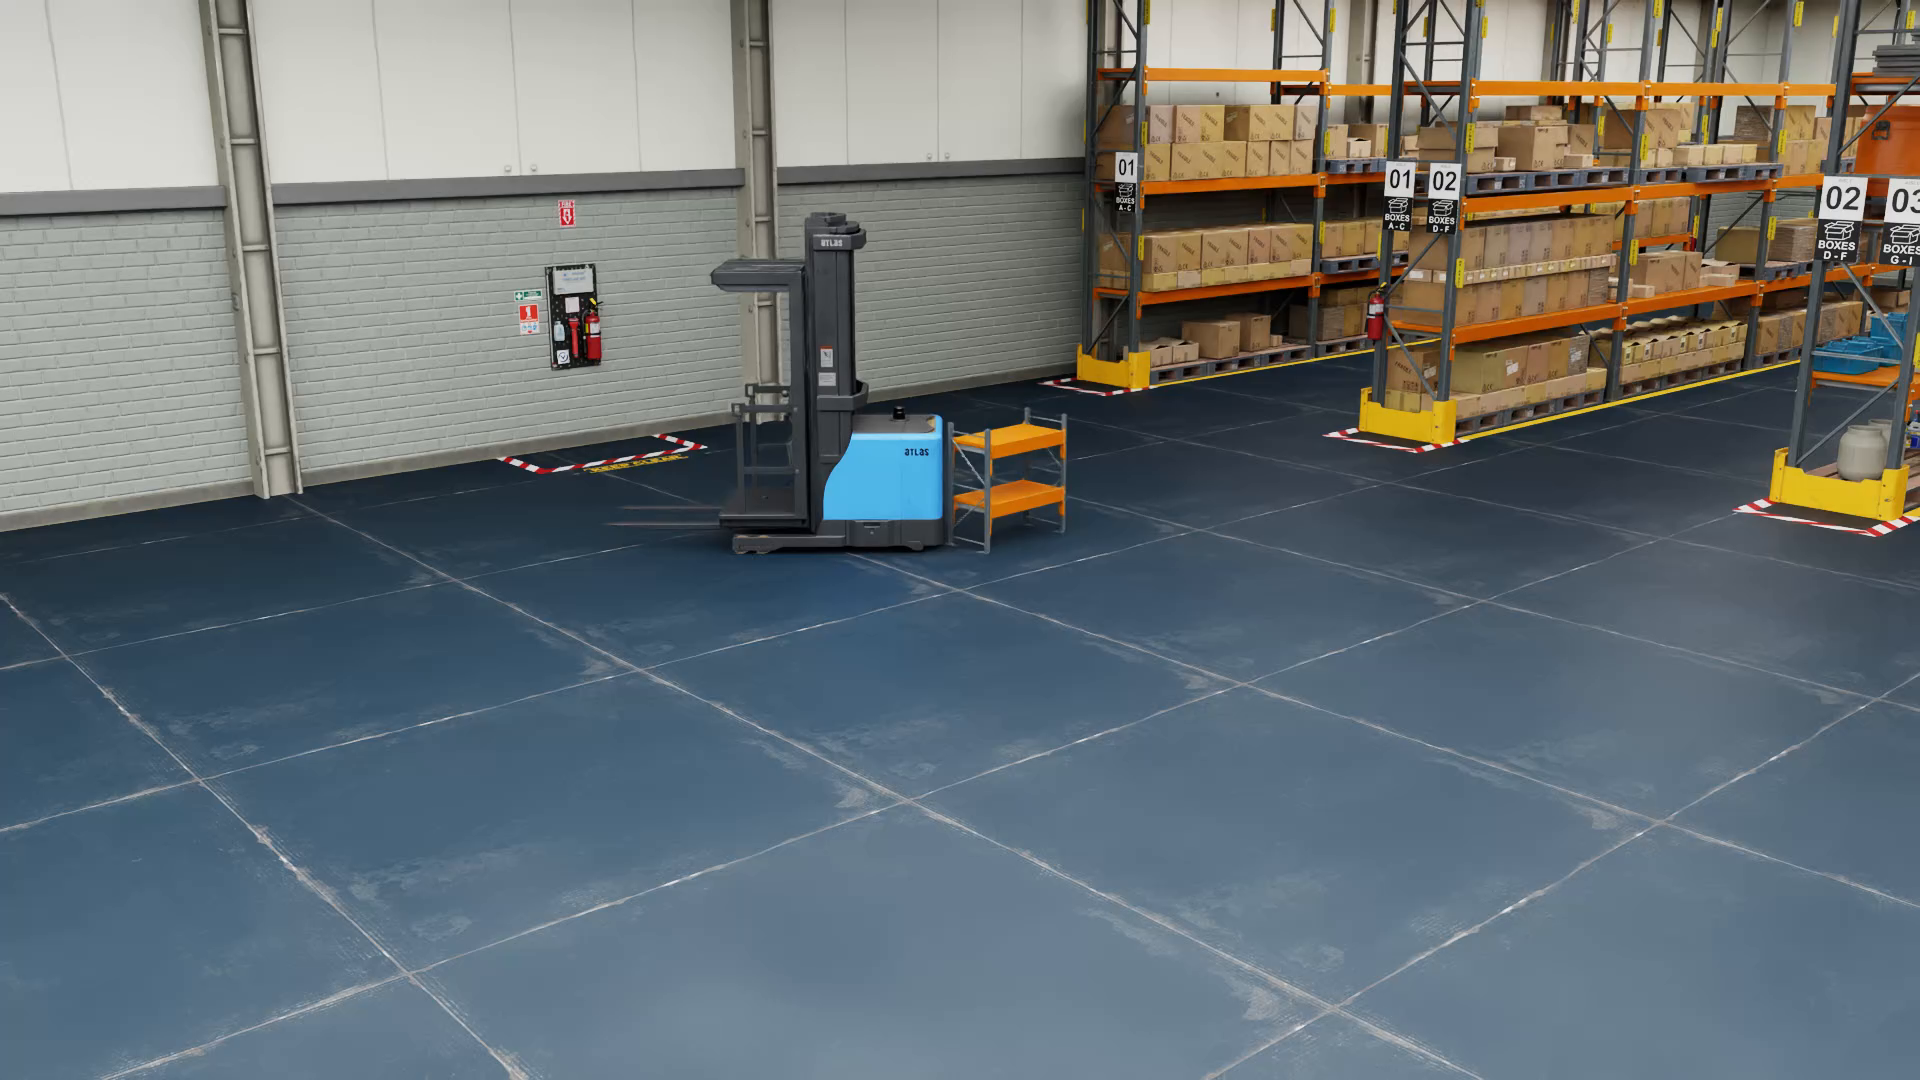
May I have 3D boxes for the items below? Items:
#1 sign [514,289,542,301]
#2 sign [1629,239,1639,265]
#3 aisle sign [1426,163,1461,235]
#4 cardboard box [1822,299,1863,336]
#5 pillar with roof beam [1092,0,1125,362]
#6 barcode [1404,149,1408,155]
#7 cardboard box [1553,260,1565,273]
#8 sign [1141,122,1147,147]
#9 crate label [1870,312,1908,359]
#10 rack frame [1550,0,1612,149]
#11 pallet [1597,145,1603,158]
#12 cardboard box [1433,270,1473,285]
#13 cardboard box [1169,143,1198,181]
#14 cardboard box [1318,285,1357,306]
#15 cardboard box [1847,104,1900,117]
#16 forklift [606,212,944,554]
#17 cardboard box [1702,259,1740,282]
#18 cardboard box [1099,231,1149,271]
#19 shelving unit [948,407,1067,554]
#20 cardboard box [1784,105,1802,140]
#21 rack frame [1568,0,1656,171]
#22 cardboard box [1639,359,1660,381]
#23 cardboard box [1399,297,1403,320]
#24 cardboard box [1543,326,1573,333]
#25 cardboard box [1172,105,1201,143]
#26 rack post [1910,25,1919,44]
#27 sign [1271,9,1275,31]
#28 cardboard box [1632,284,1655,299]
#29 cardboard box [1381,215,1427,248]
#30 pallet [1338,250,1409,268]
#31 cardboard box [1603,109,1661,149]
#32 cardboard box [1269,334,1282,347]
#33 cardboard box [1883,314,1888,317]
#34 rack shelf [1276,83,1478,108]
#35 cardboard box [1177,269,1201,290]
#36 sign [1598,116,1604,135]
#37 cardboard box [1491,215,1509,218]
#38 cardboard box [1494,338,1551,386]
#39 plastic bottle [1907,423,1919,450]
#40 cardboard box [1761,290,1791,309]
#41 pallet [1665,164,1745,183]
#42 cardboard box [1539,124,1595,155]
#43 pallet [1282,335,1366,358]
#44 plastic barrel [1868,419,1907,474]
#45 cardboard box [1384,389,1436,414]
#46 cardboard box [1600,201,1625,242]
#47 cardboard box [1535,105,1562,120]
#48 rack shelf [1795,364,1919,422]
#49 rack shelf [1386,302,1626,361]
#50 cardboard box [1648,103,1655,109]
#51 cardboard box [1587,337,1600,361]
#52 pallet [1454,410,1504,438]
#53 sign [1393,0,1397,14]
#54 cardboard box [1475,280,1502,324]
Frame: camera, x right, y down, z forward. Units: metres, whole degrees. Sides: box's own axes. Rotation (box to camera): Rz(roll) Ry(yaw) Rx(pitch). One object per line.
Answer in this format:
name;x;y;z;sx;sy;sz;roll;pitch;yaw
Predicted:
sign;-4.820;-2.731;18.564;0.331;0.109;0.001;-13;19;-39
sign;8.748;-3.735;21.590;0.005;0.325;0.100;-13;19;-39
aisle sign;5.517;-3.894;18.978;0.004;0.787;0.394;-13;19;-39
cardboard box;14.234;-3.607;26.933;0.500;0.500;0.500;-13;20;-40
pillar with roof beam;4.897;-6.020;20.349;0.400;9.000;9.100;-13;19;-39
barcode;5.276;-4.583;19.659;0.075;0.075;0.001;-13;19;-39
cardboard box;7.359;-3.446;20.886;0.250;0.149;0.380;-12;19;-38
sign;2.467;-5.438;22.291;0.005;0.325;0.100;-13;19;-39
crate label;9.825;-2.125;17.326;0.616;0.435;0.502;-13;19;-39
rack frame;11.163;-8.604;30.023;0.127;3.000;1.000;-13;19;-39
pallet;11.787;-7.248;30.933;1.213;0.211;1.003;-13;19;-39
cardboard box;5.802;-3.095;19.574;0.250;0.149;0.380;-13;20;-40
cardboard box;2.955;-5.272;23.128;0.500;0.500;0.500;-11;19;-36
cardboard box;6.002;-3.921;26.653;0.500;0.250;0.500;-13;20;-41
cardboard box;14.759;-6.812;26.996;0.500;0.500;0.700;-13;19;-39
forklift;-1.664;-1.428;14.917;3.031;2.935;1.130;0;15;0
cardboard box;11.097;-3.968;24.465;0.500;0.311;0.500;-11;19;-36
cardboard box;2.327;-4.093;23.560;0.500;0.500;0.500;-13;20;-40
shelving unit;0.435;-0.557;15.157;0.538;1.125;1.048;14;20;43
cardboard box;12.118;-6.204;24.719;0.500;0.500;0.500;-13;19;-39
rack frame;8.383;-6.285;21.341;0.127;3.000;1.000;-13;19;-39
cardboard box;9.236;-2.367;22.814;0.500;0.250;0.500;-12;19;-38
cardboard box;7.172;-3.836;27.789;0.500;0.500;0.700;-13;20;-39
cardboard box;7.827;-2.606;22.253;0.500;0.500;0.500;-13;19;-39
cardboard box;2.972;-5.756;23.004;0.500;0.500;0.500;-13;20;-40
rack post;10.055;-4.940;16.453;0.954;0.300;0.937;-13;20;-40
sign;4.759;-7.883;25.209;0.005;0.325;0.100;-13;19;-39
cardboard box;9.185;-3.375;22.561;0.250;0.149;0.380;-13;19;-39
cardboard box;7.394;-5.107;27.511;0.700;0.500;0.500;14;20;42
pallet;6.679;-4.592;27.000;1.213;0.211;1.003;-13;19;-39
cardboard box;8.874;-5.425;21.959;0.500;0.500;0.500;-12;19;-39
cardboard box;4.744;-3.097;25.671;0.380;0.166;0.250;13;20;40
cardboard box;15.522;-3.763;28.162;0.250;0.166;0.380;-13;19;-39
rack shelf;6.637;-7.047;26.362;4.000;0.370;1.077;-13;19;-39
cardboard box;3.069;-3.721;23.621;0.500;0.250;0.500;-13;20;-41
sign;11.527;-7.452;29.913;0.005;0.325;0.100;-13;19;-39
cardboard box;9.081;-5.349;28.653;0.500;0.500;0.500;-12;19;-38
cardboard box;7.049;-2.247;20.910;0.500;0.500;0.500;-13;19;-39
plastic bottle;10.403;-1.134;18.107;0.135;0.276;0.152;-13;19;-39
cardboard box;12.760;-3.820;26.276;0.500;0.250;0.500;-13;20;-40
pallet;10.105;-5.100;23.082;1.213;0.211;1.003;-12;19;-37
cardboard box;7.830;-5.120;21.516;0.500;0.500;0.500;-11;18;-35
pallet;5.714;-3.135;26.578;1.213;0.211;1.003;-13;19;-39
plastic barrel;9.438;-0.956;17.024;0.421;0.512;0.421;0;15;0
cardboard box;5.576;-1.732;20.435;0.500;0.250;0.500;-13;19;-39
cardboard box;12.137;-6.062;31.549;0.700;0.700;0.980;-13;20;-41
cardboard box;10.413;-7.654;29.781;0.500;0.250;0.500;-11;18;-35
rack shelf;10.123;-1.735;17.327;4.000;0.370;1.077;-13;19;-39
rack shelf;6.874;-2.700;20.940;4.000;0.370;1.077;-13;19;-39
cardboard box;12.638;-7.935;31.161;0.500;0.500;0.500;-12;19;-39
cardboard box;8.500;-2.656;22.809;0.500;0.311;0.500;-13;19;-39
pallet;5.915;-1.499;20.454;1.213;0.211;1.003;-13;19;-39
sign;5.020;-6.205;19.078;0.005;0.325;0.100;-13;19;-39
cardboard box;6.119;-2.924;20.189;0.500;0.500;0.700;-12;19;-38
